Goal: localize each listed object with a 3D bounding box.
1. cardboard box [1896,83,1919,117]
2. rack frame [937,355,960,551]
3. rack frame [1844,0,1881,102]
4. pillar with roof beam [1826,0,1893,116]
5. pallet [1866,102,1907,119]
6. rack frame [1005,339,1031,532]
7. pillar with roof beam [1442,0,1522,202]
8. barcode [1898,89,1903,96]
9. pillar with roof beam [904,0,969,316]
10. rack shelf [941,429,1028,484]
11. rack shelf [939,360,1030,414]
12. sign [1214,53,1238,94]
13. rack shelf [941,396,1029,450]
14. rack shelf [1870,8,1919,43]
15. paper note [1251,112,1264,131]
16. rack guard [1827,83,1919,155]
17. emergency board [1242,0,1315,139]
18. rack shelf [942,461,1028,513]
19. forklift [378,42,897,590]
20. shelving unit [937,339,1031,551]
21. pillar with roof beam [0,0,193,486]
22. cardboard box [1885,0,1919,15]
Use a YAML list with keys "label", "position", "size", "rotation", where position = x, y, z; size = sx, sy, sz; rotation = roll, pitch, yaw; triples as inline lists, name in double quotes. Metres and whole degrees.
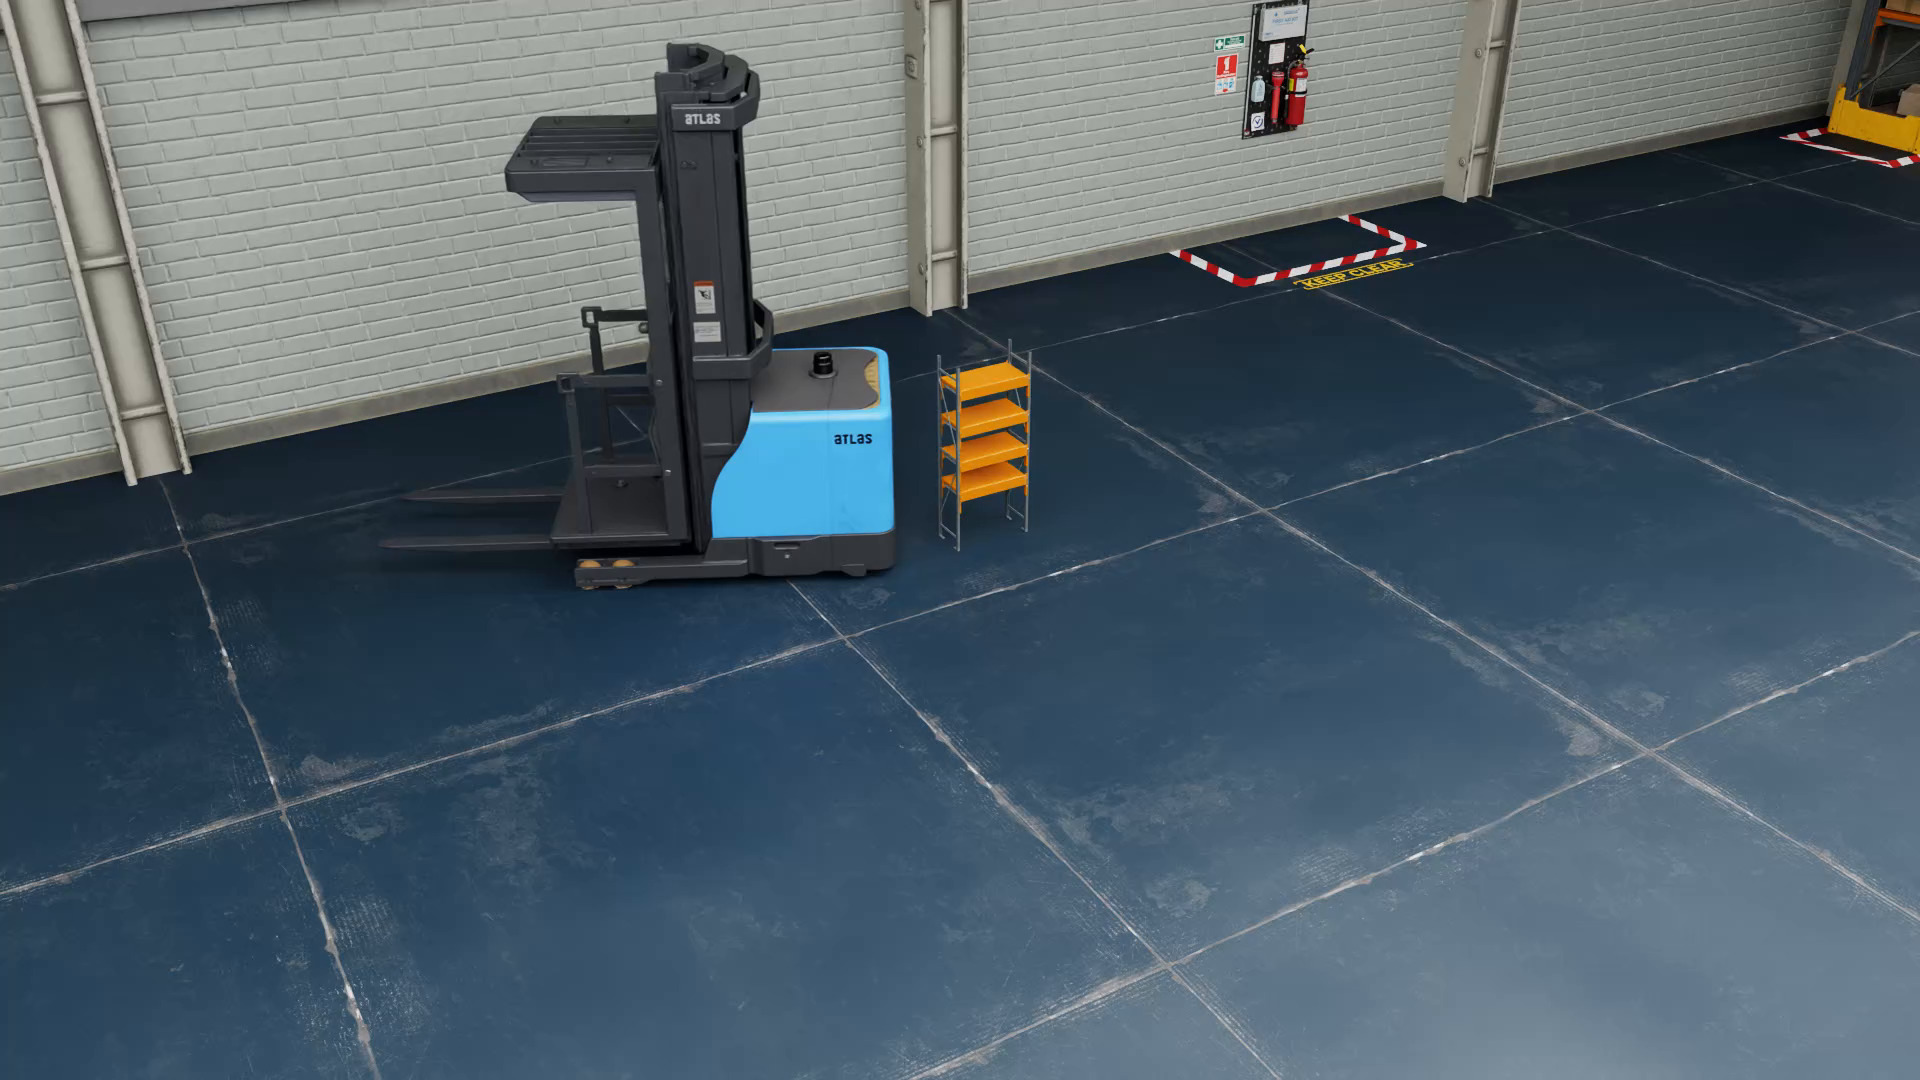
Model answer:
- label: "cardboard box"
  position: [10.642, -4.800, 18.170]
  size: [0.500, 0.311, 0.500]
  rotation: [-20, 35, -32]
- label: "rack frame"
  position: [-0.068, -0.506, 9.925]
  size: [0.015, 1.200, 0.240]
  rotation: [-16, 33, -26]
- label: "rack frame"
  position: [10.000, -5.652, 17.388]
  size: [0.127, 3.000, 1.000]
  rotation: [-16, 33, -26]
- label: "pillar with roof beam"
  position: [12.347, -7.017, 13.652]
  size: [0.400, 9.000, 9.100]
  rotation: [-16, 33, -26]
- label: "pallet"
  position: [10.784, -4.634, 18.429]
  size: [1.213, 0.211, 1.003]
  rotation: [-16, 33, -26]
- label: "rack frame"
  position: [0.353, -0.626, 10.142]
  size: [0.015, 1.200, 0.240]
  rotation: [-16, 33, -26]
- label: "pillar with roof beam"
  position: [7.174, -5.549, 10.991]
  size: [0.400, 9.000, 9.100]
  rotation: [-16, 33, -26]
- label: "barcode"
  position: [10.455, -4.975, 18.478]
  size: [0.075, 0.075, 0.001]
  rotation: [-16, 33, -26]
- label: "pillar with roof beam"
  position: [2.001, -4.080, 8.329]
  size: [0.400, 9.000, 9.100]
  rotation: [-16, 33, -26]
- label: "rack shelf"
  position: [0.143, -0.507, 10.066]
  size: [0.480, 0.148, 0.258]
  rotation: [-16, 33, -26]
- label: "rack shelf"
  position: [0.143, -0.910, 9.844]
  size: [0.480, 0.148, 0.258]
  rotation: [-16, 33, -26]
- label: "sign"
  position: [2.314, -4.050, 14.447]
  size: [0.234, 0.329, 0.001]
  rotation: [-16, 33, -26]
- label: "rack shelf"
  position: [0.143, -0.703, 9.958]
  size: [0.480, 0.148, 0.258]
  rotation: [-16, 33, -26]
- label: "rack shelf"
  position: [11.725, -5.827, 18.449]
  size: [4.000, 0.370, 1.077]
  rotation: [-16, 33, -26]
- label: "paper note"
  position: [2.655, -3.726, 14.809]
  size: [0.142, 0.148, 0.016]
  rotation: [-16, 33, -26]
- label: "rack guard"
  position: [10.066, -4.577, 18.025]
  size: [0.348, 0.500, 1.175]
  rotation: [-16, 33, -26]
- label: "emergency board"
  position: [2.843, -4.126, 14.623]
  size: [0.643, 1.169, 0.194]
  rotation: [-16, 33, -26]
- label: "rack shelf"
  position: [0.143, -0.333, 10.162]
  size: [0.480, 0.148, 0.258]
  rotation: [-16, 33, -26]
- label: "forklift"
  position: [-1.913, -1.257, 9.494]
  size: [3.031, 2.935, 1.130]
  rotation: [-2, 29, -3]
- label: "shelving unit"
  position: [0.143, -0.566, 10.033]
  size: [0.503, 1.200, 0.258]
  rotation: [-16, 33, -26]
- label: "pillar with roof beam"
  position: [-3.172, -2.611, 5.668]
  size: [0.400, 9.000, 9.100]
  rotation: [-16, 33, -26]
- label: "cardboard box"
  position: [10.305, -5.791, 17.773]
  size: [0.500, 0.250, 0.500]
  rotation: [-15, 32, -26]
